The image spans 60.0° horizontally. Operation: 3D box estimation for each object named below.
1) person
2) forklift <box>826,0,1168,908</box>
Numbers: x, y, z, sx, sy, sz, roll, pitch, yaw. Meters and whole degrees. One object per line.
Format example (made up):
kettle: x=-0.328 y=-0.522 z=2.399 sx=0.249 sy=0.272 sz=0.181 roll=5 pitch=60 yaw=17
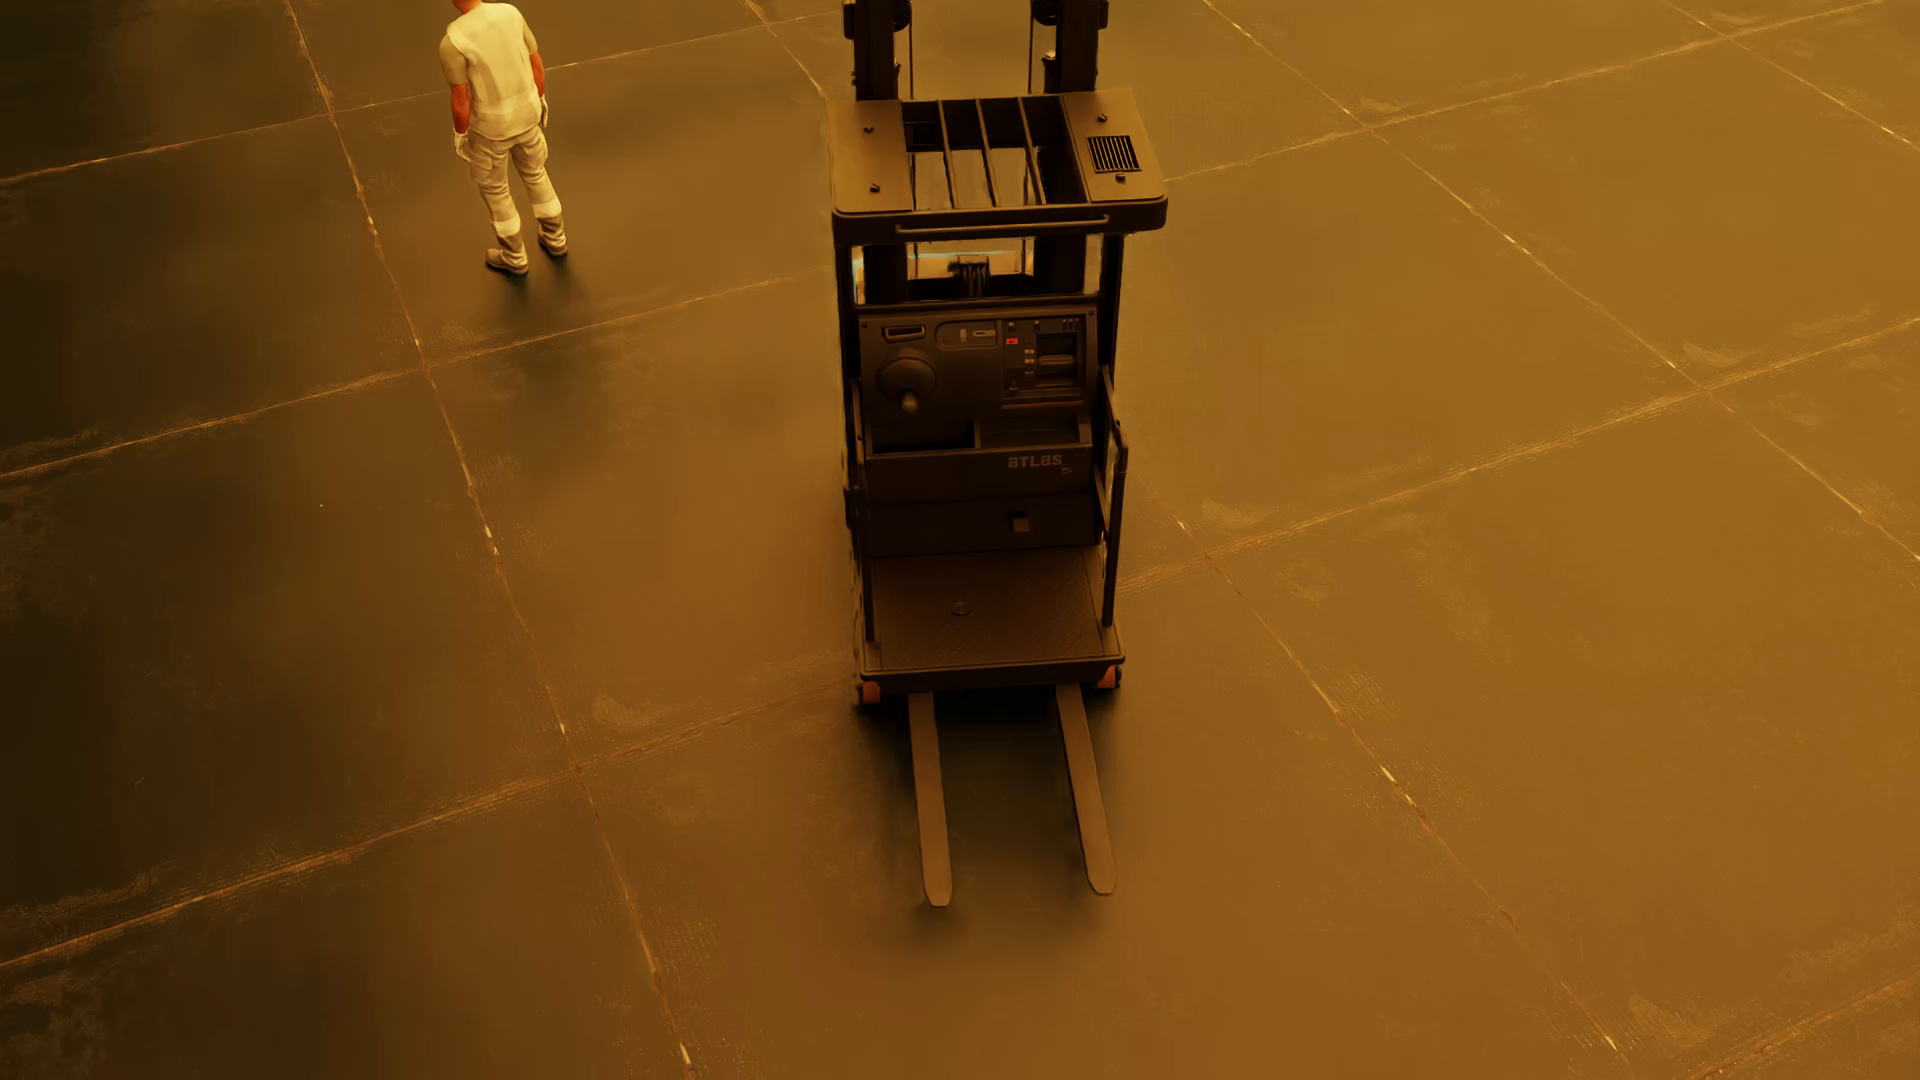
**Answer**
person: x=-2.479 y=-2.265 z=8.956 sx=0.451 sy=1.777 sz=0.607 roll=33 pitch=52 yaw=30
forklift: x=0.095 y=-0.618 z=6.343 sx=1.130 sy=2.935 sz=3.031 roll=-3 pitch=43 yaw=-4
